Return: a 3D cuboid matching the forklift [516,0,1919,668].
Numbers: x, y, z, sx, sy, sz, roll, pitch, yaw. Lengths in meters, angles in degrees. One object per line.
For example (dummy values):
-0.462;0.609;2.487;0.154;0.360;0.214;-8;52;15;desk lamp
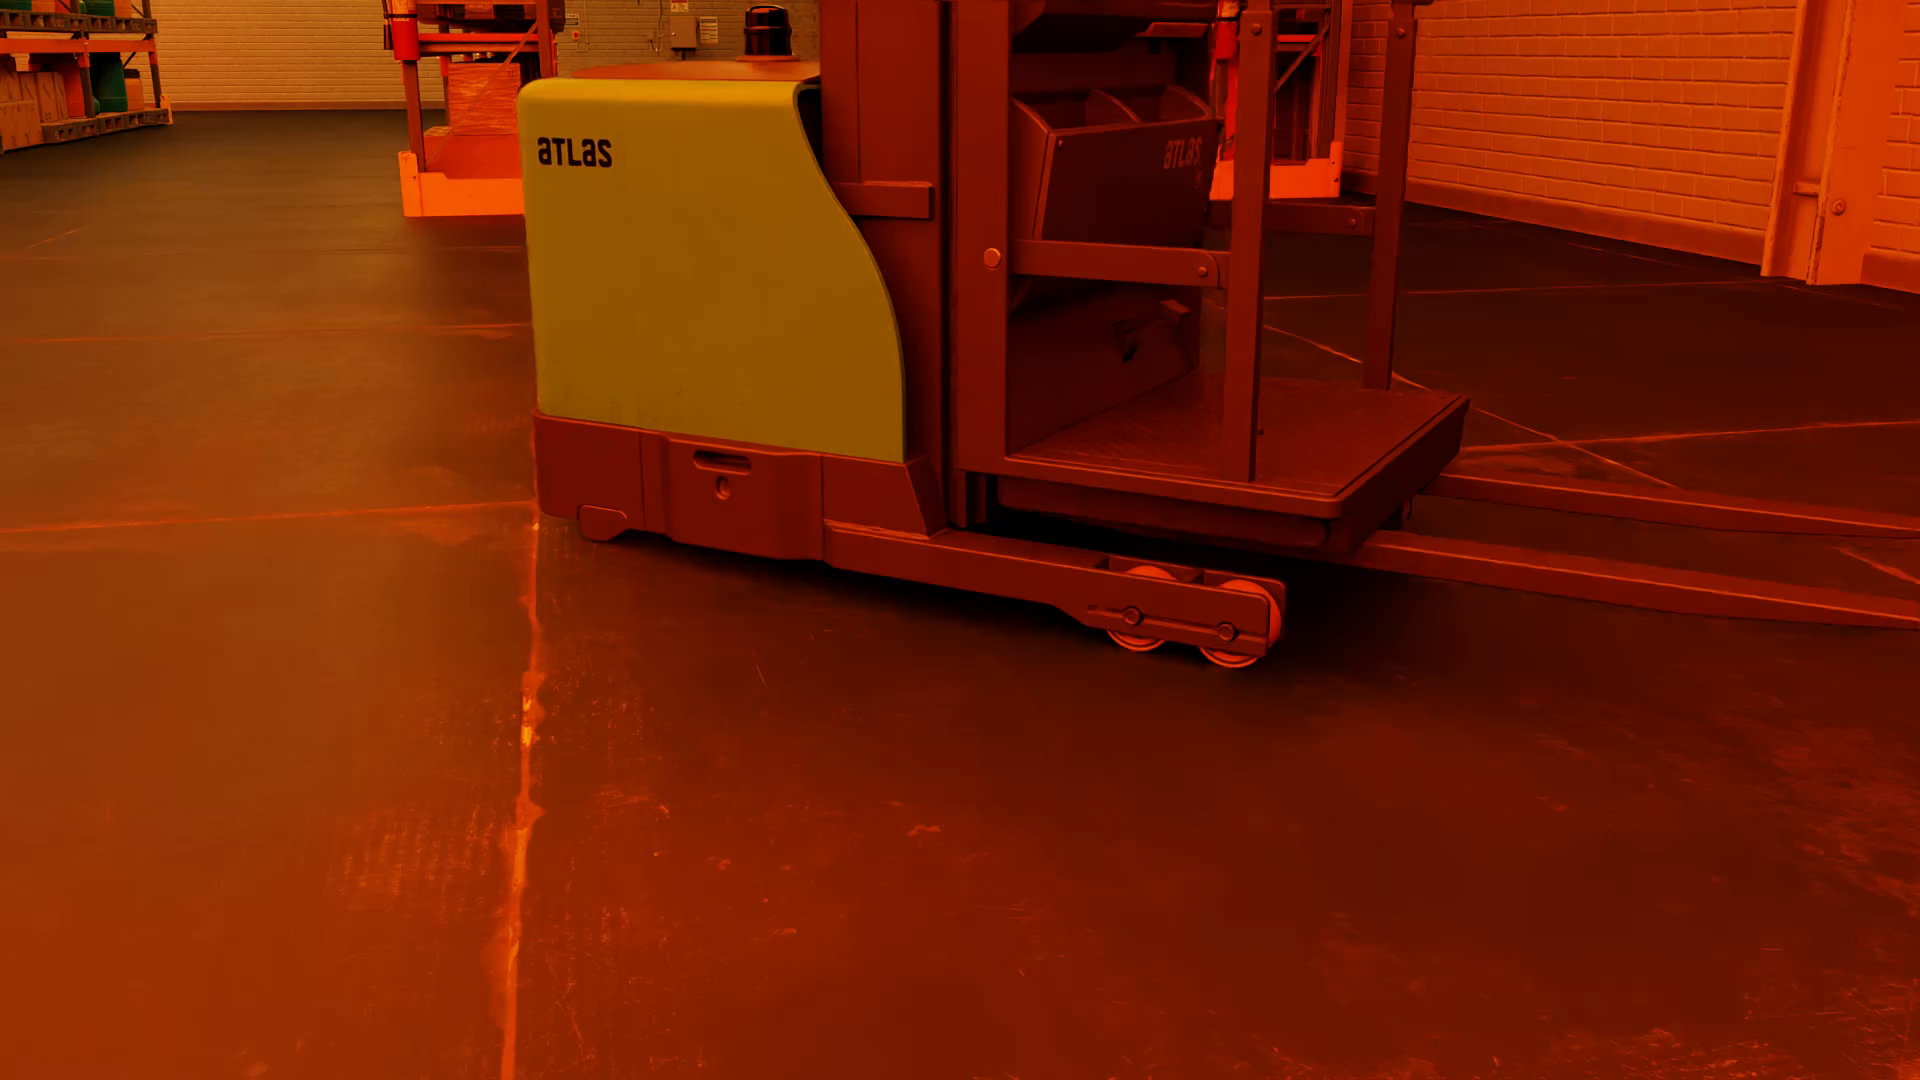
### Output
0.524;-1.332;3.352;3.031;2.935;1.130;9;19;27;forklift
